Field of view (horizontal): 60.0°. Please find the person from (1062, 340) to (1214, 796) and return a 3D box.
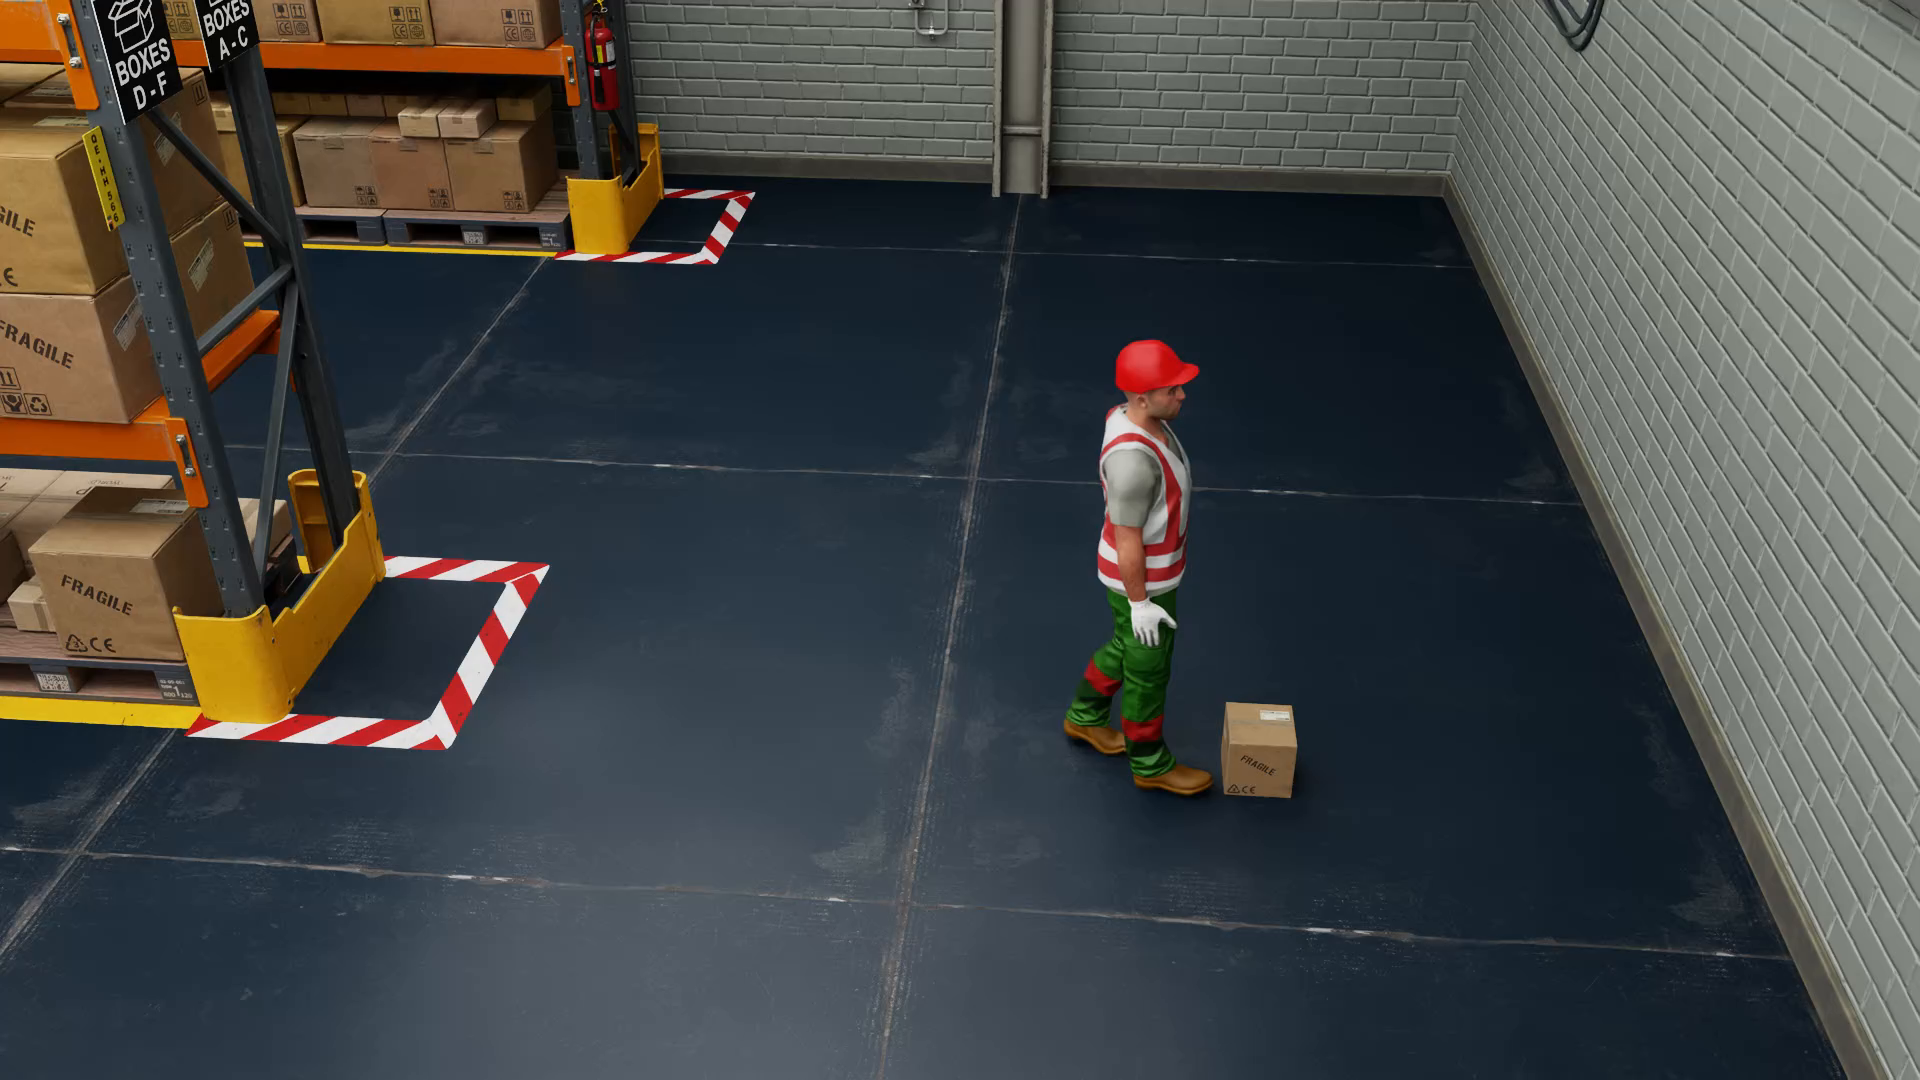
[{"bbox_3d":[0.670,0.122,5.907,0.603,1.799,0.560,6,32,9],"label":"person"}]
